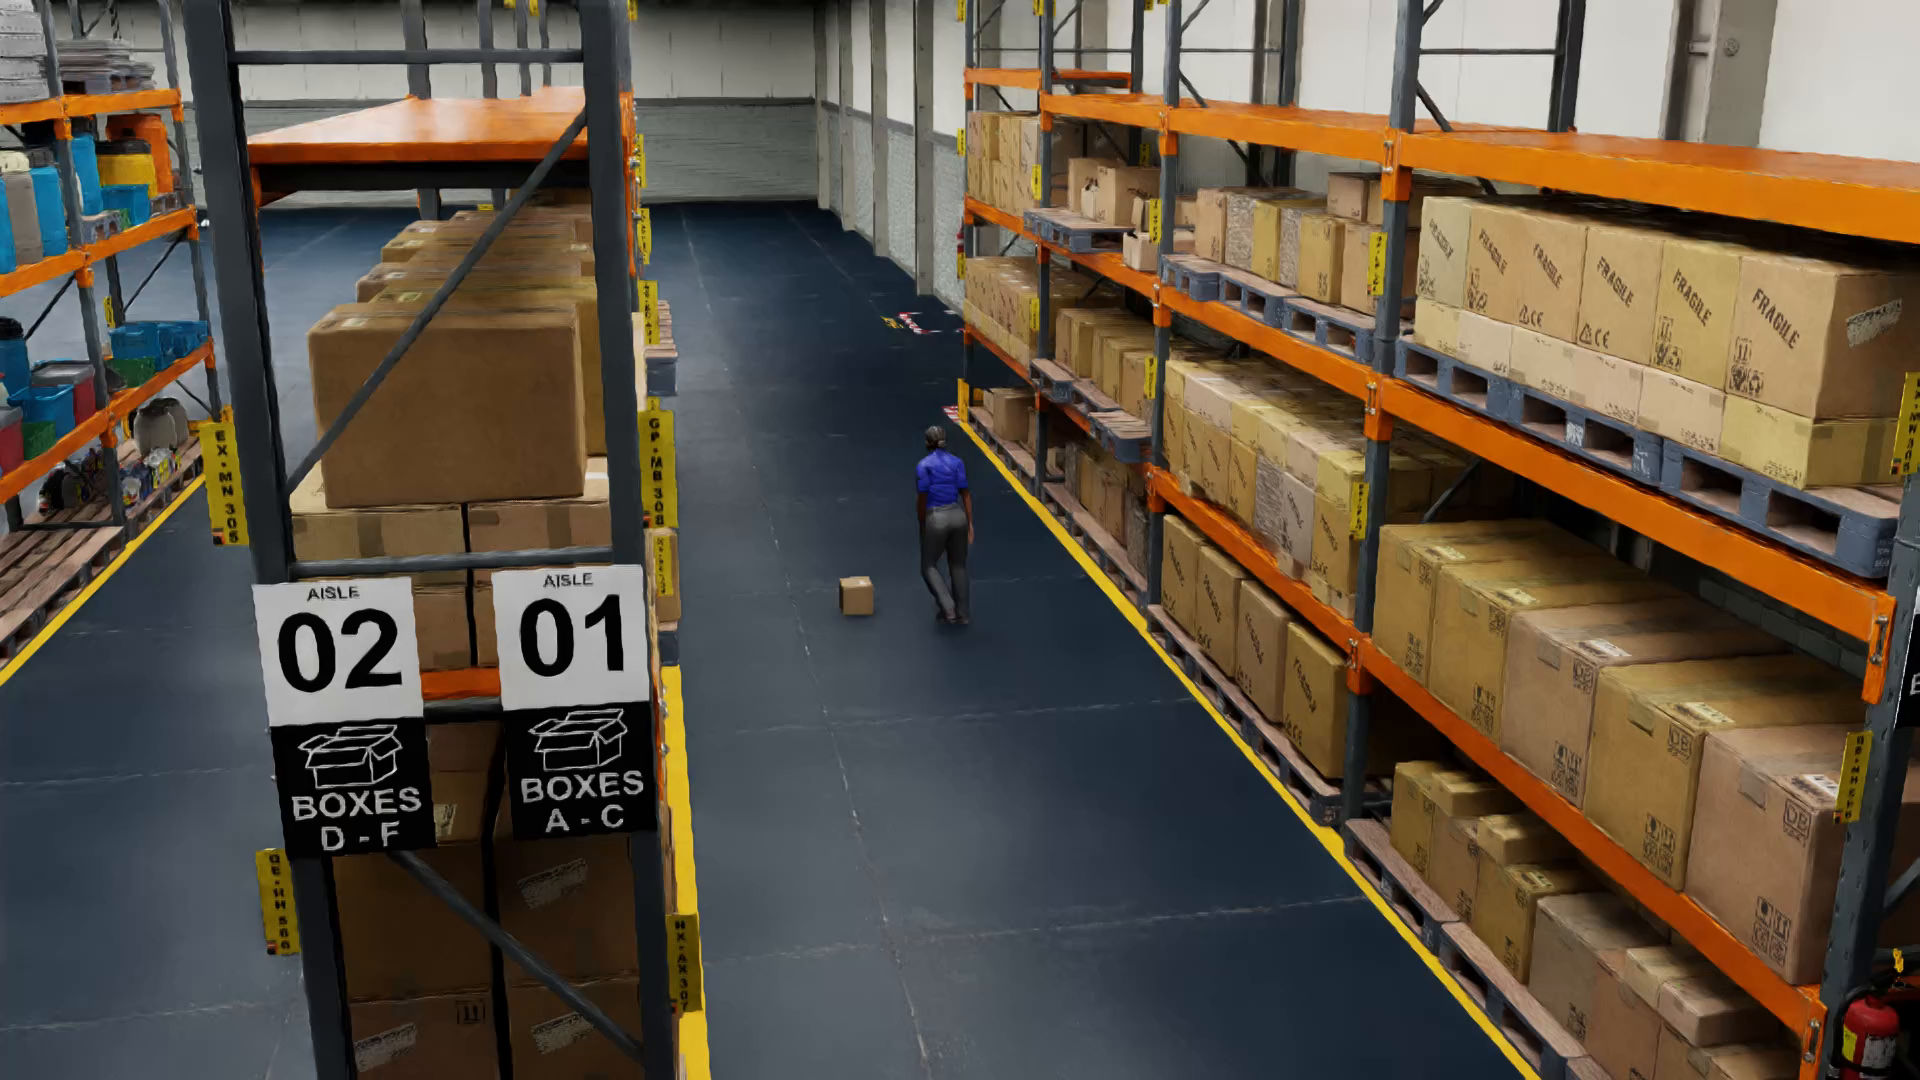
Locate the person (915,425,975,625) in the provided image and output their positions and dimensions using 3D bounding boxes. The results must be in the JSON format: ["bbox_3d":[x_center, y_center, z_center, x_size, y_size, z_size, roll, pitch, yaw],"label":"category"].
[{"bbox_3d":[-0.115,-0.098,13.419,0.448,1.635,0.600,-9,19,-28],"label":"person"}]
